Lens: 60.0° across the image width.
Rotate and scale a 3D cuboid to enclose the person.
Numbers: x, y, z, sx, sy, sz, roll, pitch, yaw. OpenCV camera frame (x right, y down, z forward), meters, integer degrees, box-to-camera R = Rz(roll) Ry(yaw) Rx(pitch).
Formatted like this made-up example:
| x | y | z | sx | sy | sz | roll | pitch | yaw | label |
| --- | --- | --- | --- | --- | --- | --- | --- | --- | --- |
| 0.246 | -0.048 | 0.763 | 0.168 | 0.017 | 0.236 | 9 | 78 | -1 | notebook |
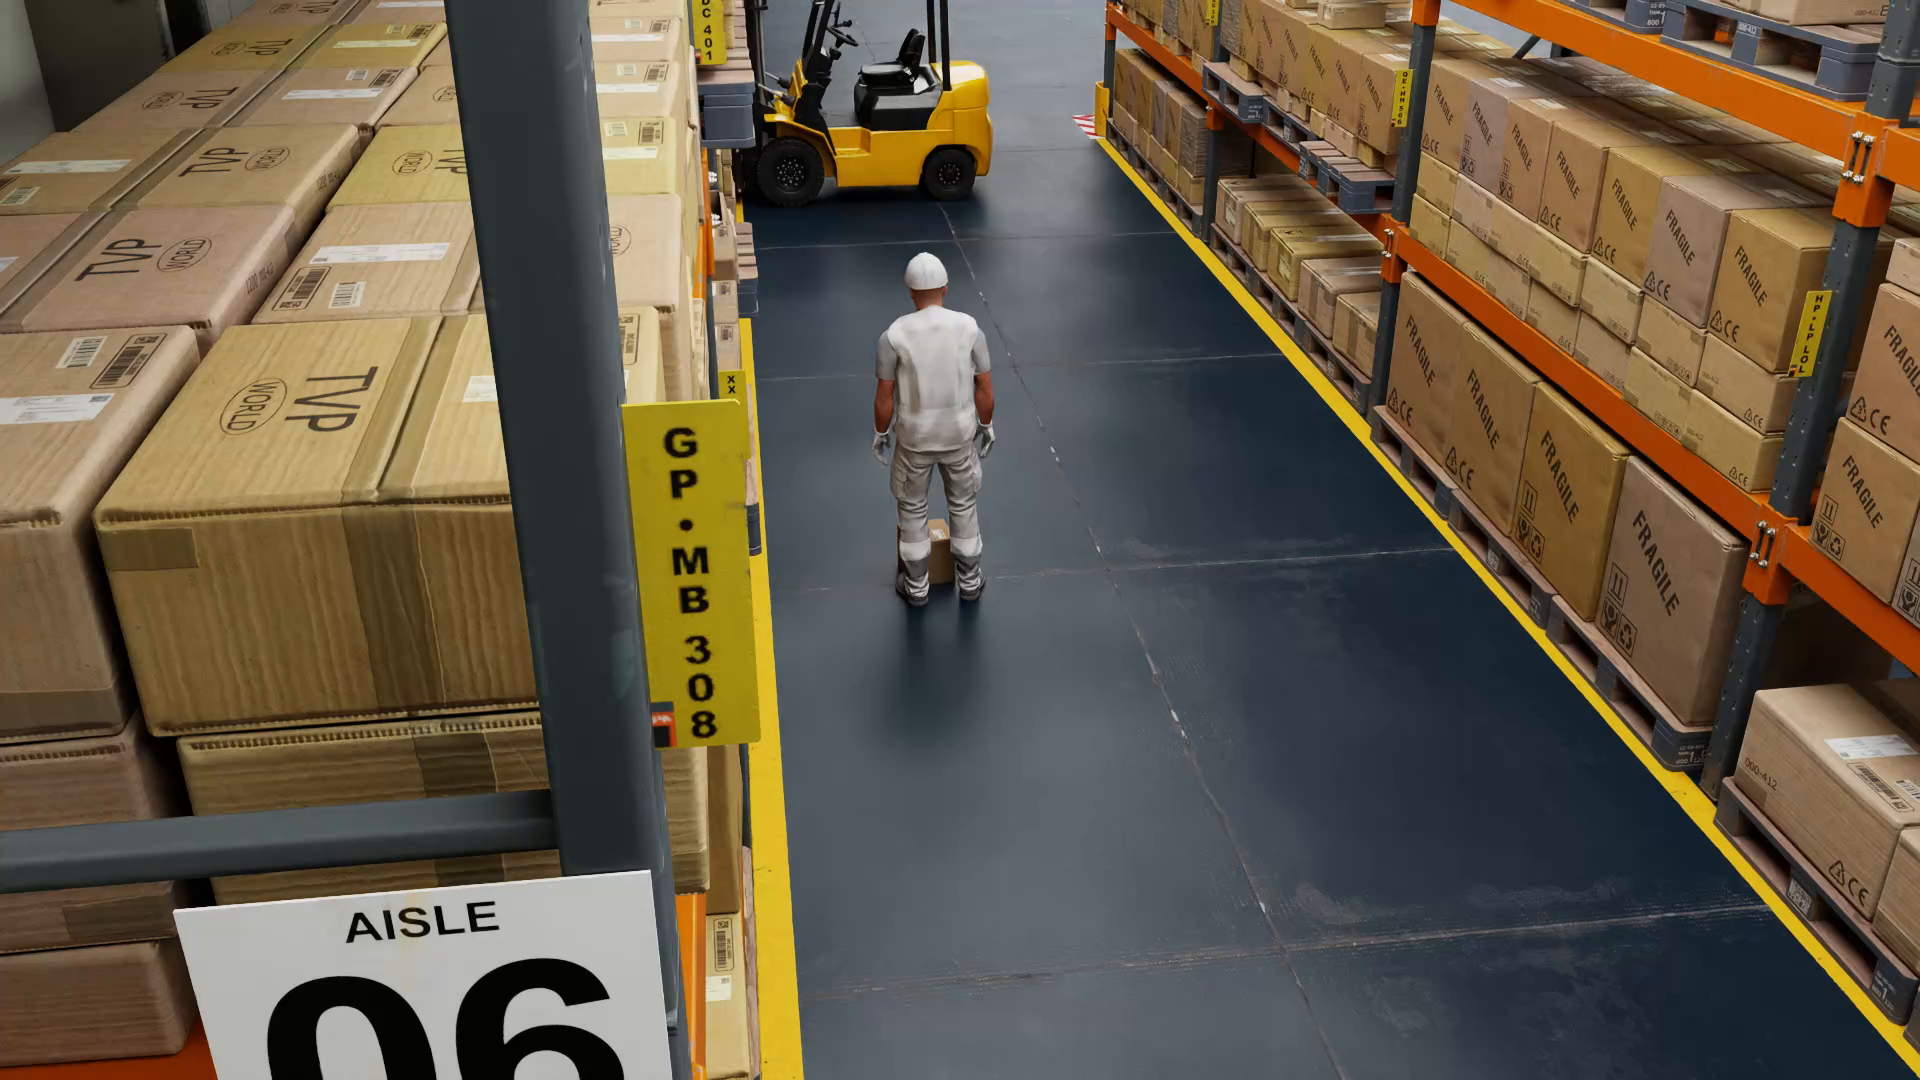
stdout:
| x | y | z | sx | sy | sz | roll | pitch | yaw | label |
| --- | --- | --- | --- | --- | --- | --- | --- | --- | --- |
| -0.127 | -0.517 | 8.119 | 0.609 | 1.779 | 0.454 | -4 | 27 | -9 | person |
